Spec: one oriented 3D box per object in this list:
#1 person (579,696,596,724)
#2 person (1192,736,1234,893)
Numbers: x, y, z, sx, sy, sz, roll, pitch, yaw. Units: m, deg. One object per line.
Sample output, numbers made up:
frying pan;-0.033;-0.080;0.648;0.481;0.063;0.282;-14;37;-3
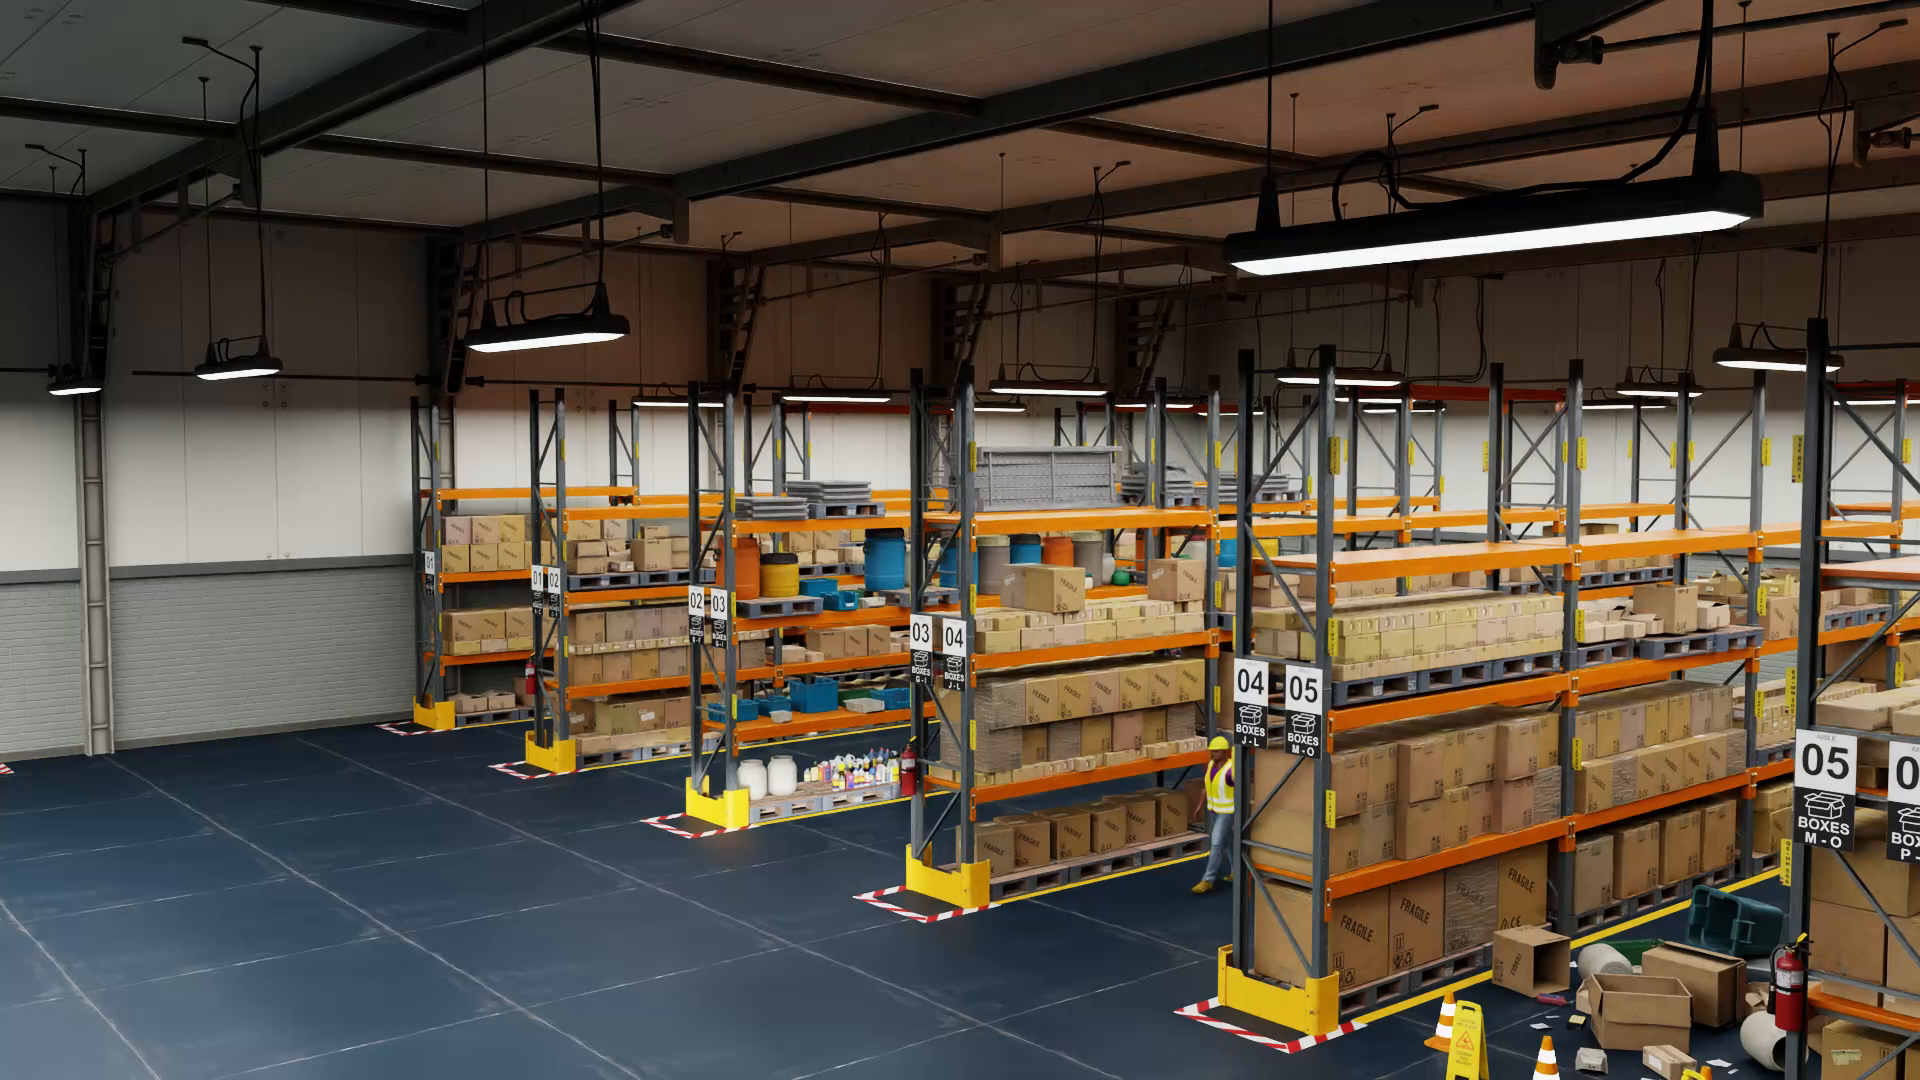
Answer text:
person;-6.793;2.582;30.062;0.470;1.696;0.623;1;3;9
person;2.967;3.136;19.245;0.925;1.720;0.587;-2;4;-26
